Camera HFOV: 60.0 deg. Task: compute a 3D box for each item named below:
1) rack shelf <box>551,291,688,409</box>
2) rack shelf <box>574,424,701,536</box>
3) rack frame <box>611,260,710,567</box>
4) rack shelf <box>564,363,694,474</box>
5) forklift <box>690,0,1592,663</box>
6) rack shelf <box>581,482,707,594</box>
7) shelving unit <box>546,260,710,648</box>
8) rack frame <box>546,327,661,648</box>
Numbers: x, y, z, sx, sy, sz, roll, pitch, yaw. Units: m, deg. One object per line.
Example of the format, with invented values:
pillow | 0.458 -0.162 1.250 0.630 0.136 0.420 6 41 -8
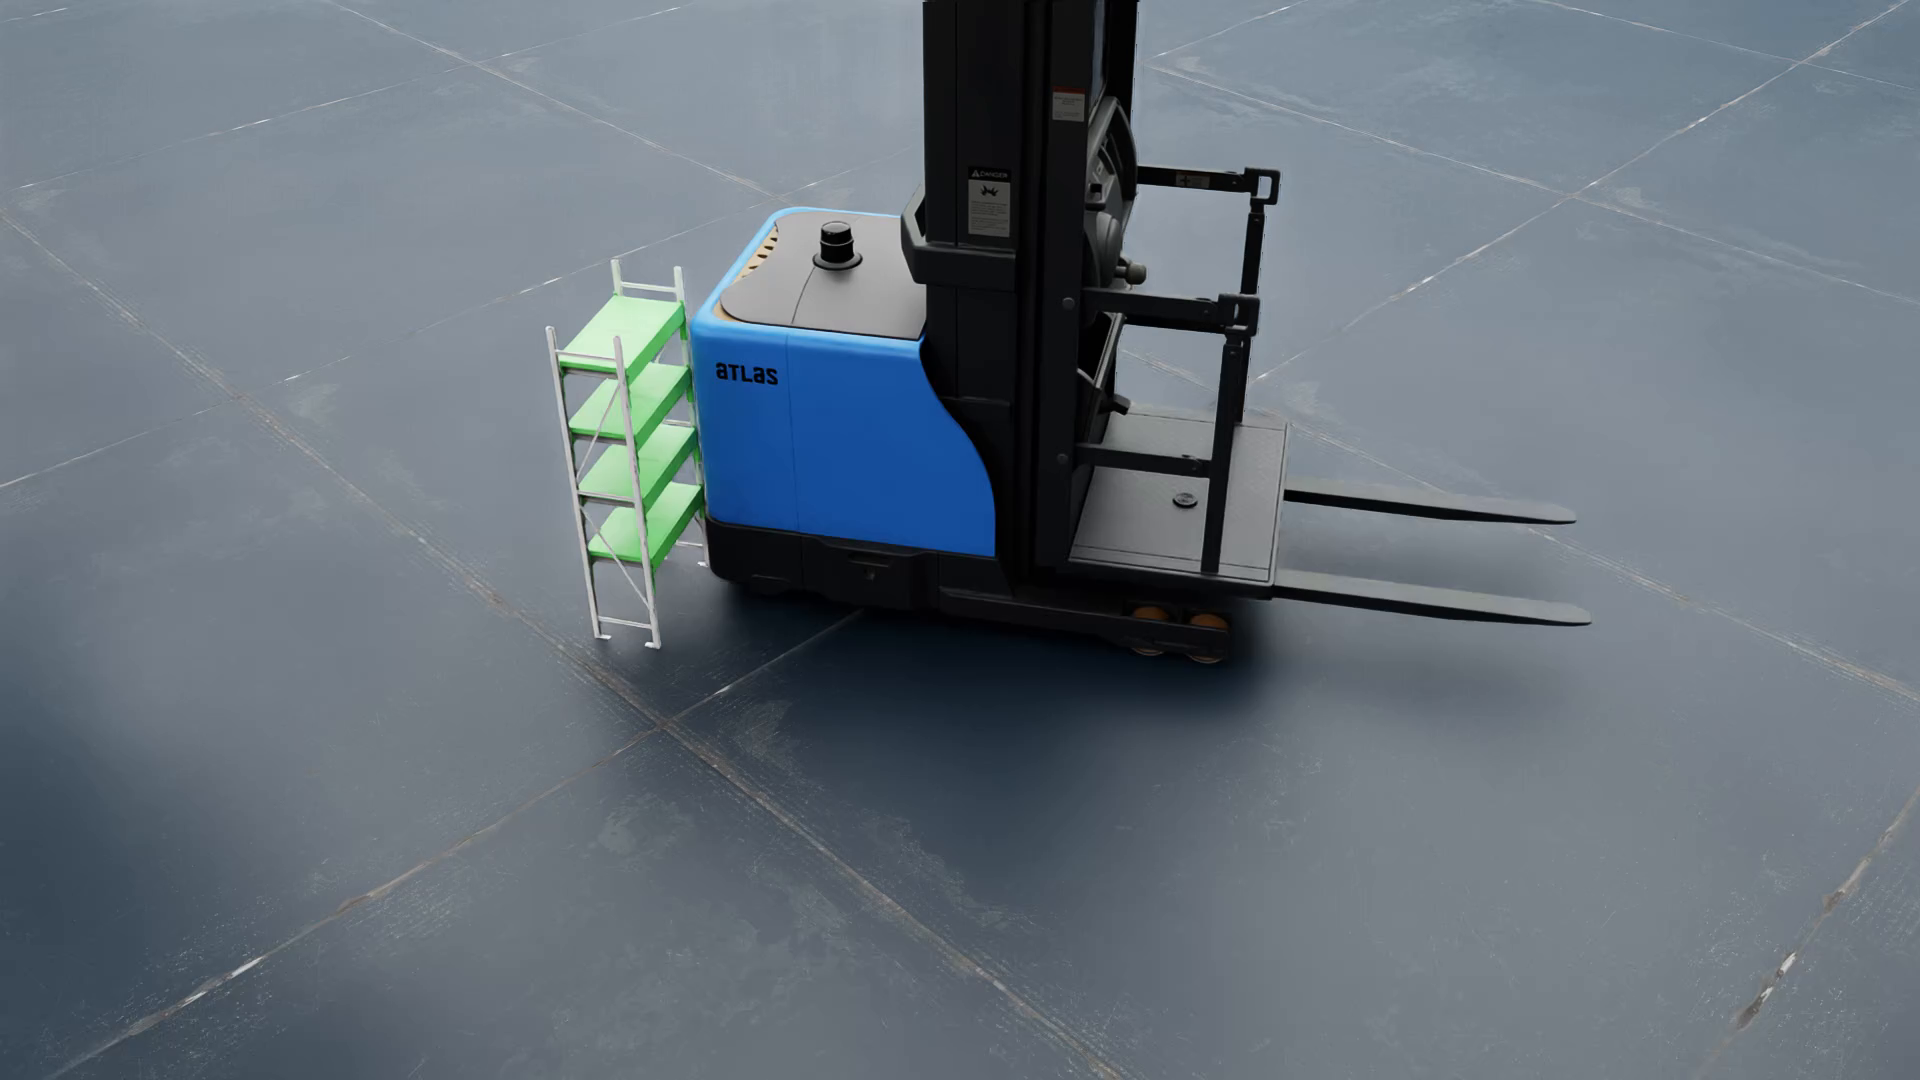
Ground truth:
rack shelf | -1.088 -0.617 5.359 0.258 0.148 0.480 8 36 11
rack shelf | -1.088 -0.223 5.633 0.258 0.148 0.480 8 36 11
rack frame | -1.029 -0.411 5.791 0.240 1.200 0.015 8 36 11
rack shelf | -1.088 -0.420 5.496 0.258 0.148 0.480 8 36 11
forklift | 0.670 -1.118 5.290 3.031 2.935 1.130 7 36 10
rack shelf | -1.088 -0.027 5.771 0.258 0.148 0.480 8 36 11
shelving unit | -1.088 -0.276 5.597 0.258 1.200 0.503 8 36 11
rack frame | -1.147 -0.140 5.402 0.240 1.200 0.015 8 36 11
